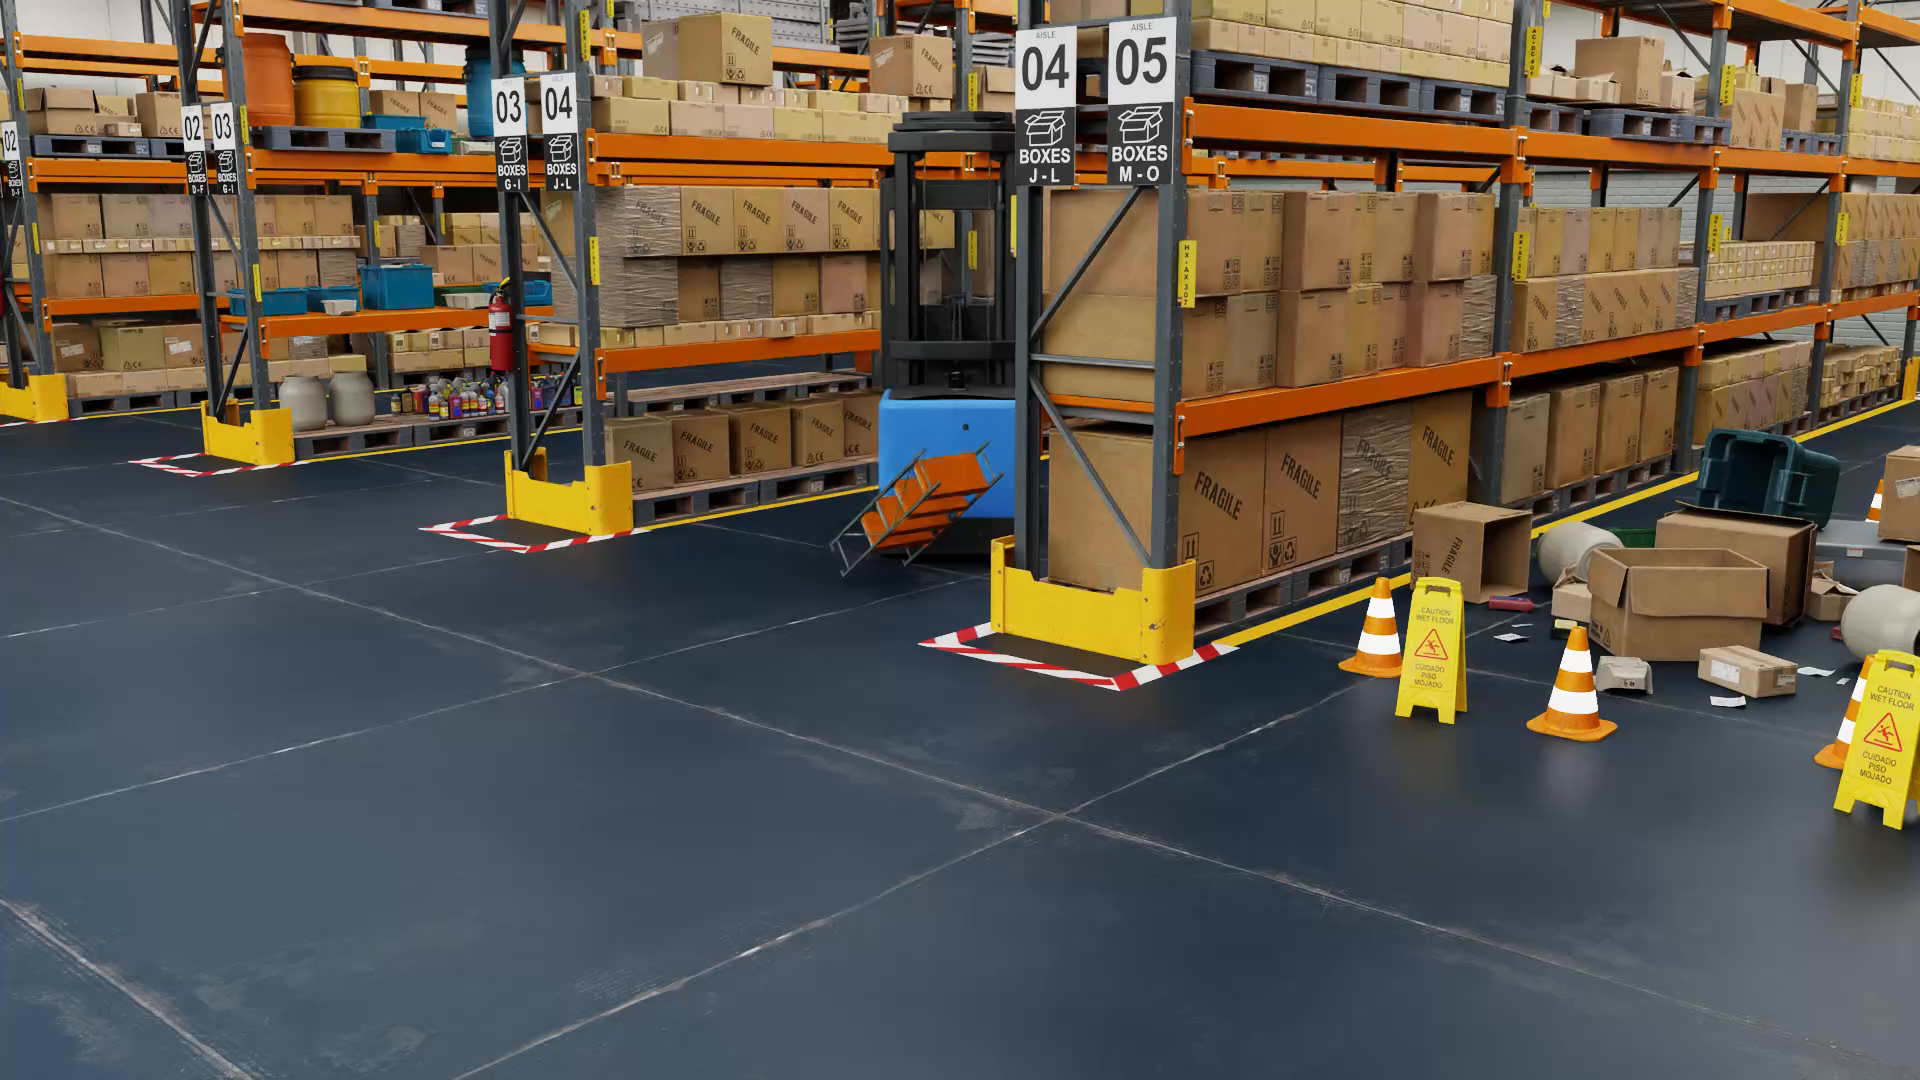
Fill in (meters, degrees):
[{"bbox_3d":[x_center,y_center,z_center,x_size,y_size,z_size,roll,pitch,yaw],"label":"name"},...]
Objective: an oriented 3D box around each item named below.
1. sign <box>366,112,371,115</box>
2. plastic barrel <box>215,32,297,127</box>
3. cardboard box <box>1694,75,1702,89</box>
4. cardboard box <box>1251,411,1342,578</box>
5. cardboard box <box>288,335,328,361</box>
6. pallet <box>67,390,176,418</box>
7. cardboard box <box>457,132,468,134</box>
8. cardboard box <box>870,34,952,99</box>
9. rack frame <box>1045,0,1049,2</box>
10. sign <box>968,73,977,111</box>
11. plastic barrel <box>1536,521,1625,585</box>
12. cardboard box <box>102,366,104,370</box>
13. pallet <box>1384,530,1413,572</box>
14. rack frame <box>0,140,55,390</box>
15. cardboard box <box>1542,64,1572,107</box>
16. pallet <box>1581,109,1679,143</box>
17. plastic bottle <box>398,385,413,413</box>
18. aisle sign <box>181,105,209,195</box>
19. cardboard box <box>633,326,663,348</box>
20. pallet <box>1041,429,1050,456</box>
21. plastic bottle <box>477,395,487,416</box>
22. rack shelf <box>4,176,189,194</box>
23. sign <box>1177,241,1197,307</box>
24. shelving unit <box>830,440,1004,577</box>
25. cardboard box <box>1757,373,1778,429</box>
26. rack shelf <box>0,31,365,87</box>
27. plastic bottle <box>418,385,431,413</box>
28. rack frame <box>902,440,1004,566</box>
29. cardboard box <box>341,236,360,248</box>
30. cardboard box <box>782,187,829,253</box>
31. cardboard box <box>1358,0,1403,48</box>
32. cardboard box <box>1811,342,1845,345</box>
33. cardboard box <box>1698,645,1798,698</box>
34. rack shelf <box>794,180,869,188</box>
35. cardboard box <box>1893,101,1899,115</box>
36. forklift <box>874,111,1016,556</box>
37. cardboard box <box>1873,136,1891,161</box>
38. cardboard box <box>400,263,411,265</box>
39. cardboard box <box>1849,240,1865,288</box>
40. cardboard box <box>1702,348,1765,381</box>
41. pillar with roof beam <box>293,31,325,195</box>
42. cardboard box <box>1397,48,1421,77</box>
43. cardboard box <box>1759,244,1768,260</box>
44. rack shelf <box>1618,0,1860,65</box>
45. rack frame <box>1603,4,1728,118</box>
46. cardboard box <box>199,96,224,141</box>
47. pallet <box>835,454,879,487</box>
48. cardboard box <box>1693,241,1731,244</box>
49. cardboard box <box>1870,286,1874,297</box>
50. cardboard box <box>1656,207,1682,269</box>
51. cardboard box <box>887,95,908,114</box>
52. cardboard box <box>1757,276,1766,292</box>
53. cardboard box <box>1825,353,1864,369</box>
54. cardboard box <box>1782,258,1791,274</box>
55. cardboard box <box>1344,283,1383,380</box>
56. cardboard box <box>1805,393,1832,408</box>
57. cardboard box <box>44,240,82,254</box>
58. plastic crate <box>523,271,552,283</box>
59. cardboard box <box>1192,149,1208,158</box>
[{"bbox_3d":[-7.327,-5.146,20.636,0.100,0.325,0.005,10,15,40],"label":"sign"},{"bbox_3d":[-6.442,-4.200,15.254,0.600,0.830,0.708,10,15,40],"label":"plastic barrel"},{"bbox_3d":[6.898,-4.285,15.641,0.396,0.266,0.258,10,15,40],"label":"cardboard box"},{"bbox_3d":[1.689,-0.330,10.058,0.875,0.875,0.875,9,15,39],"label":"cardboard box"},{"bbox_3d":[-8.226,-2.511,20.657,0.500,0.500,0.500,10,15,40],"label":"cardboard box"},{"bbox_3d":[-9.912,-1.616,19.263,1.003,0.211,1.213,10,15,40],"label":"pallet"},{"bbox_3d":[-8.558,-6.496,27.538,0.700,0.500,0.500,8,14,36],"label":"cardboard box"},{"bbox_3d":[-0.412,-3.985,14.053,0.500,0.500,0.500,9,15,39],"label":"cardboard box"},{"bbox_3d":[1.254,-6.932,23.443,1.000,3.000,0.127,10,15,40],"label":"rack frame"},{"bbox_3d":[0.106,-3.828,14.241,0.100,0.325,0.005,10,15,40],"label":"sign"},{"bbox_3d":[3.756,0.112,10.070,0.421,0.421,0.512,-2,11,-9],"label":"plastic barrel"},{"bbox_3d":[-9.933,-1.915,19.590,0.500,0.250,0.500,10,15,40],"label":"cardboard box"},{"bbox_3d":[2.792,-0.047,11.409,1.003,0.211,1.213,10,15,40],"label":"pallet"},{"bbox_3d":[-10.386,-2.866,18.400,1.000,3.000,0.127,10,15,40],"label":"rack frame"},{"bbox_3d":[4.344,-3.485,12.743,0.500,0.311,0.500,9,14,38],"label":"cardboard box"},{"bbox_3d":[4.872,-3.217,12.983,1.003,0.211,1.213,11,16,43],"label":"pallet"},{"bbox_3d":[-5.721,-1.455,17.148,0.061,0.283,0.133,10,15,42],"label":"plastic bottle"},{"bbox_3d":[-6.938,-3.527,15.075,0.394,0.787,0.004,10,15,40],"label":"aisle sign"},{"bbox_3d":[-2.400,-1.506,12.236,0.380,0.149,0.250,10,15,40],"label":"cardboard box"},{"bbox_3d":[0.206,-0.920,15.779,1.003,0.211,1.213,10,15,40],"label":"pallet"},{"bbox_3d":[-4.879,-1.374,16.955,0.097,0.201,0.097,0,11,0],"label":"plastic bottle"},{"bbox_3d":[-12.789,-4.918,22.854,1.077,0.370,4.000,10,15,40],"label":"rack shelf"},{"bbox_3d":[1.125,-1.319,8.243,0.100,0.325,0.005,10,15,40],"label":"sign"},{"bbox_3d":[-0.280,-0.181,10.200,0.503,0.258,1.200,-10,-22,-39],"label":"shelving unit"},{"bbox_3d":[7.653,-1.382,16.282,0.500,0.500,0.500,9,15,39],"label":"cardboard box"},{"bbox_3d":[-9.066,-5.553,19.395,1.077,0.370,4.000,10,15,40],"label":"rack shelf"},{"bbox_3d":[-5.517,-1.455,17.150,0.061,0.283,0.133,10,15,40],"label":"plastic bottle"},{"bbox_3d":[-0.093,-0.213,10.353,0.015,0.240,1.200,-10,-22,-39],"label":"rack frame"},{"bbox_3d":[-7.764,-3.753,20.934,0.380,0.149,0.250,10,15,40],"label":"cardboard box"},{"bbox_3d":[-1.389,-2.536,13.182,0.500,0.500,0.500,10,15,40],"label":"cardboard box"},{"bbox_3d":[2.222,-2.987,9.645,0.500,0.250,0.500,10,15,40],"label":"cardboard box"},{"bbox_3d":[10.673,-2.349,20.499,0.380,0.149,0.250,9,14,38],"label":"cardboard box"},{"bbox_3d":[3.844,0.641,8.121,0.250,0.149,0.380,-4,12,-18],"label":"cardboard box"},{"bbox_3d":[-1.144,-6.043,28.489,1.077,0.370,4.000,10,15,40],"label":"rack shelf"},{"bbox_3d":[10.243,-4.810,18.564,0.380,0.149,0.250,9,15,39],"label":"cardboard box"},{"bbox_3d":[-0.020,-1.572,12.098,1.130,2.935,3.031,0,11,0],"label":"forklift"},{"bbox_3d":[9.820,-4.274,18.176,0.500,0.250,0.500,11,15,43],"label":"cardboard box"},{"bbox_3d":[-7.303,-3.541,22.126,0.396,0.266,0.258,9,15,39],"label":"cardboard box"},{"bbox_3d":[9.471,-3.002,18.071,0.500,0.500,0.500,10,15,40],"label":"cardboard box"},{"bbox_3d":[7.301,-1.669,15.804,0.500,0.250,0.500,10,15,41],"label":"cardboard box"},{"bbox_3d":[-7.103,-6.988,23.725,9.100,9.000,0.400,10,15,40],"label":"pillar with roof beam"},{"bbox_3d":[2.513,-2.837,9.911,0.380,0.149,0.250,10,15,40],"label":"cardboard box"},{"bbox_3d":[7.477,-2.752,15.883,0.380,0.149,0.250,9,15,40],"label":"cardboard box"},{"bbox_3d":[7.313,-4.792,15.588,1.077,0.370,4.000,10,15,40],"label":"rack shelf"},{"bbox_3d":[5.993,-5.047,14.005,1.000,3.000,0.127,10,15,40],"label":"rack frame"},{"bbox_3d":[-8.927,-5.024,19.856,0.637,0.503,0.797,-10,15,-41],"label":"cardboard box"},{"bbox_3d":[-0.723,-0.702,14.686,1.003,0.211,1.213,10,15,40],"label":"pallet"},{"bbox_3d":[7.677,-2.990,17.075,0.380,0.149,0.250,10,15,41],"label":"cardboard box"},{"bbox_3d":[10.192,-2.855,18.989,0.380,0.149,0.250,10,15,41],"label":"cardboard box"},{"bbox_3d":[5.689,-2.580,14.160,0.700,0.500,0.500,10,15,40],"label":"cardboard box"},{"bbox_3d":[-0.650,-3.605,13.808,0.380,0.149,0.250,9,14,38],"label":"cardboard box"},{"bbox_3d":[7.486,-2.461,15.943,0.380,0.149,0.250,9,14,39],"label":"cardboard box"},{"bbox_3d":[10.067,-2.044,18.973,0.380,0.149,0.250,10,15,41],"label":"cardboard box"},{"bbox_3d":[8.003,-2.722,16.492,0.380,0.149,0.250,9,14,39],"label":"cardboard box"},{"bbox_3d":[2.052,-1.295,10.155,0.875,0.550,0.500,10,15,40],"label":"cardboard box"},{"bbox_3d":[9.115,-1.514,17.837,0.380,0.149,0.250,9,14,38],"label":"cardboard box"},{"bbox_3d":[-9.965,-3.263,18.476,0.380,0.149,0.250,10,15,40],"label":"cardboard box"},{"bbox_3d":[-4.468,-2.722,17.840,0.767,0.338,0.504,10,15,40],"label":"plastic crate"},{"bbox_3d":[2.204,-4.057,17.089,0.500,0.250,0.500,10,15,40],"label":"cardboard box"}]
